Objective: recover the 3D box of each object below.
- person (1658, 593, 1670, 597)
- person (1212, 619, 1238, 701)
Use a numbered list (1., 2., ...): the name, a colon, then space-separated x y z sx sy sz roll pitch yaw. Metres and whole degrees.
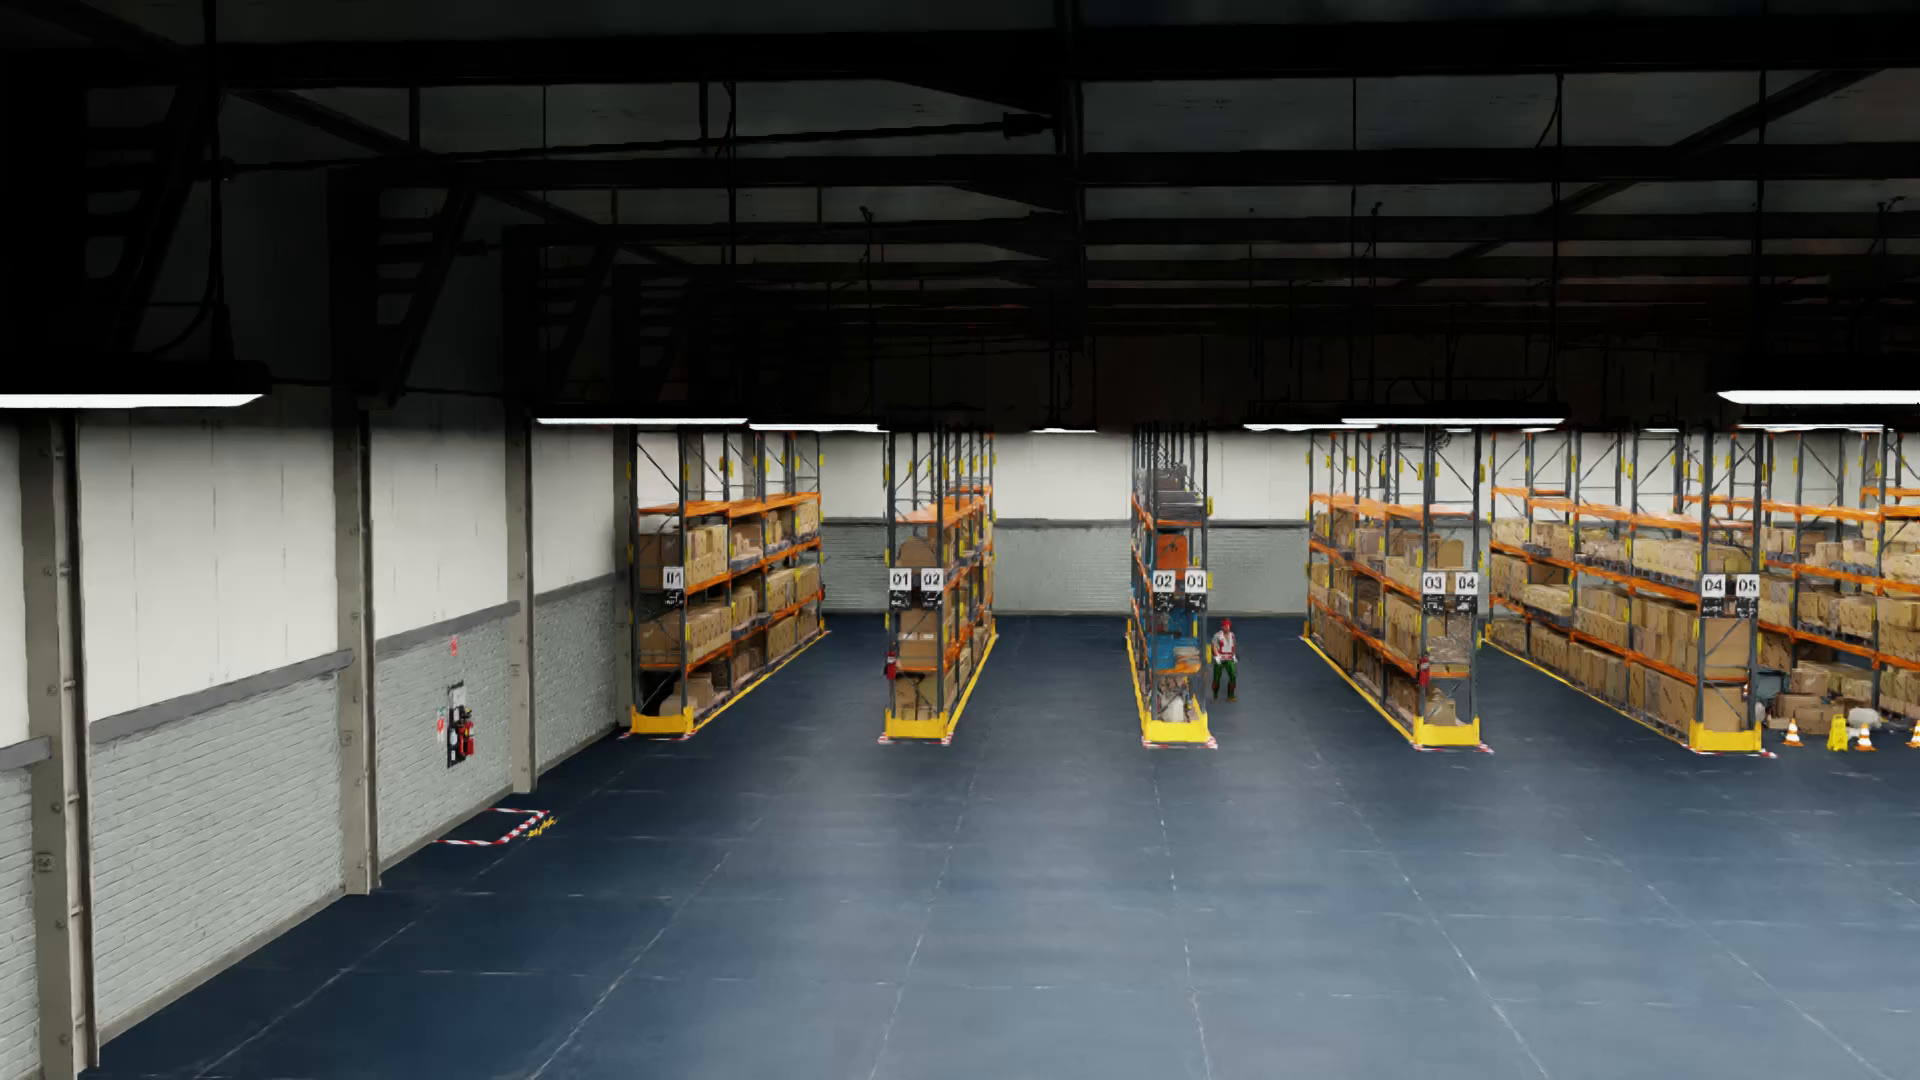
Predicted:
1. person: 20.420 1.809 48.054 0.699 1.770 0.554 -2 4 -23
2. person: 5.711 2.570 35.812 0.682 1.749 0.669 -1 4 -16
